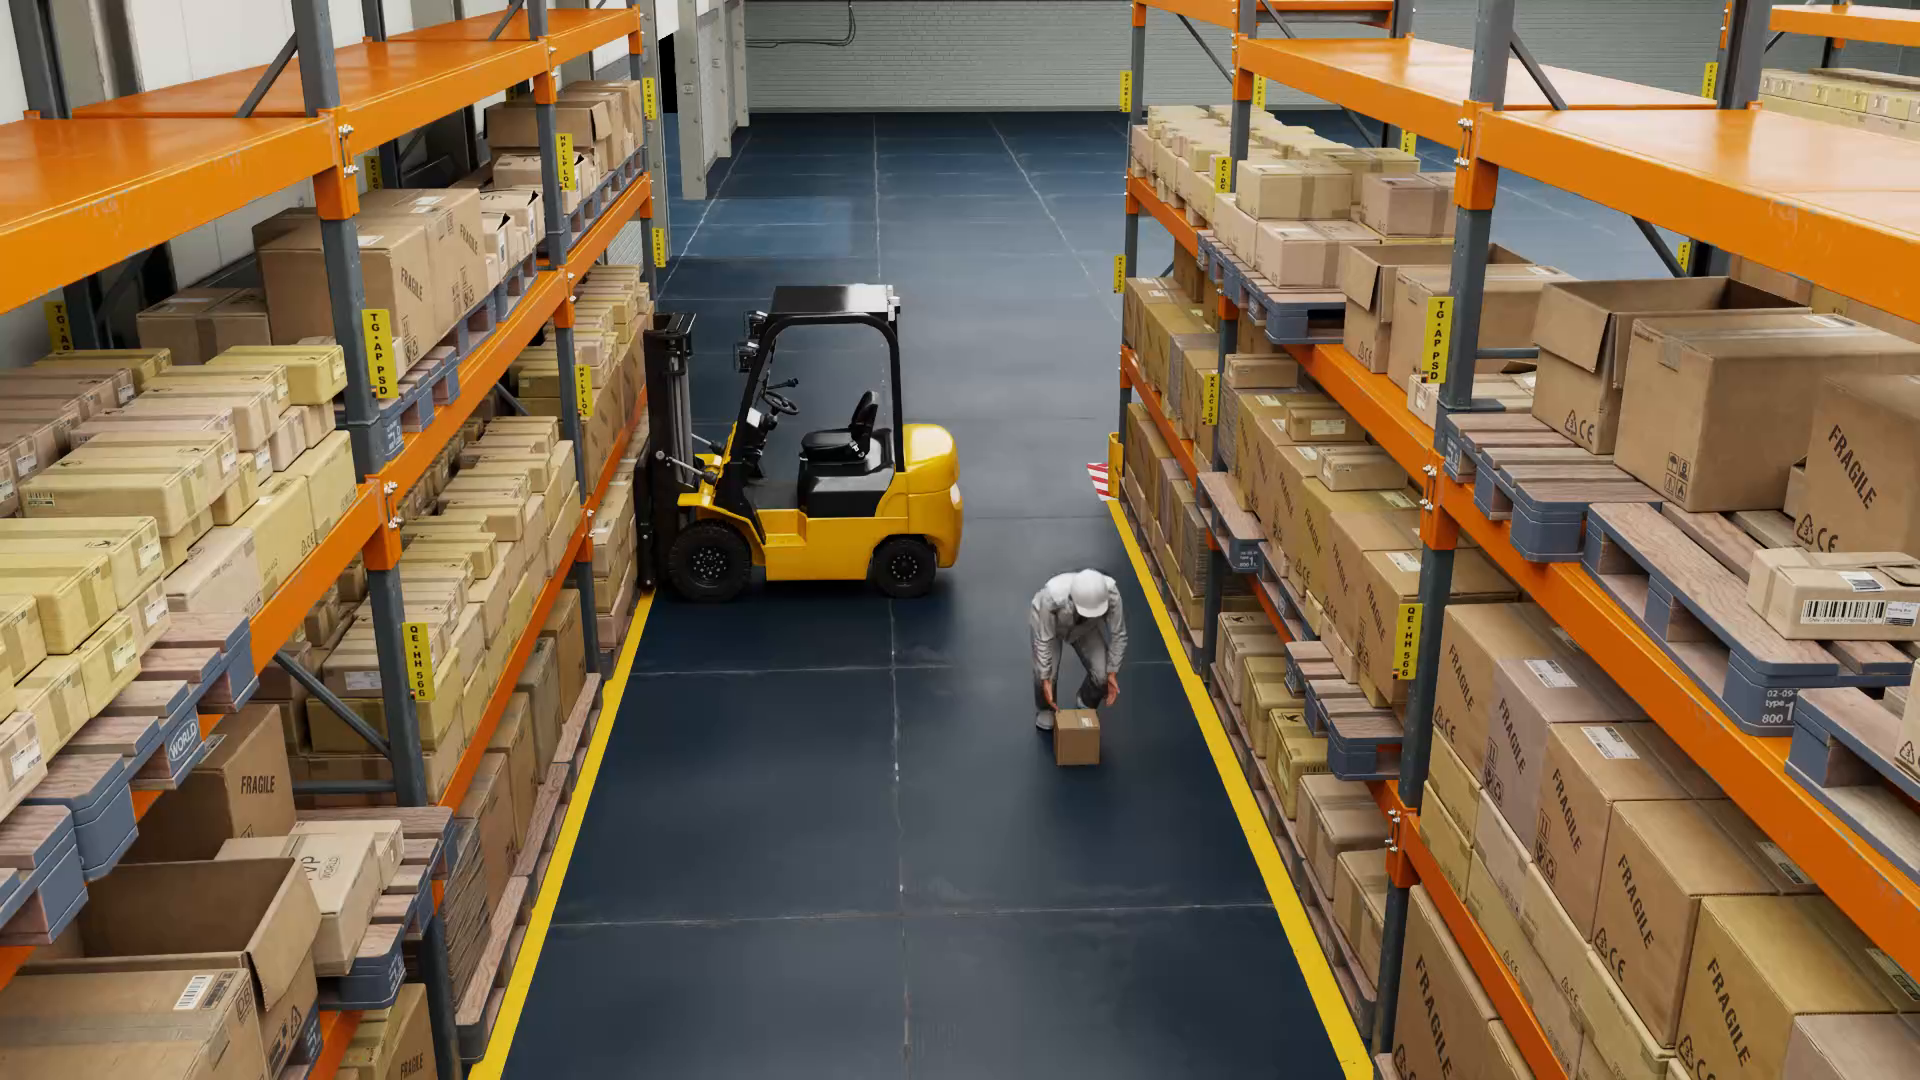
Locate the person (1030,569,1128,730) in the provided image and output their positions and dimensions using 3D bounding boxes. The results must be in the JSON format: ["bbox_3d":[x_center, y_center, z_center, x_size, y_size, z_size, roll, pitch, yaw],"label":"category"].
[{"bbox_3d":[0.721,0.624,10.206,0.568,1.182,0.861,-1,20,-4],"label":"person"}]
